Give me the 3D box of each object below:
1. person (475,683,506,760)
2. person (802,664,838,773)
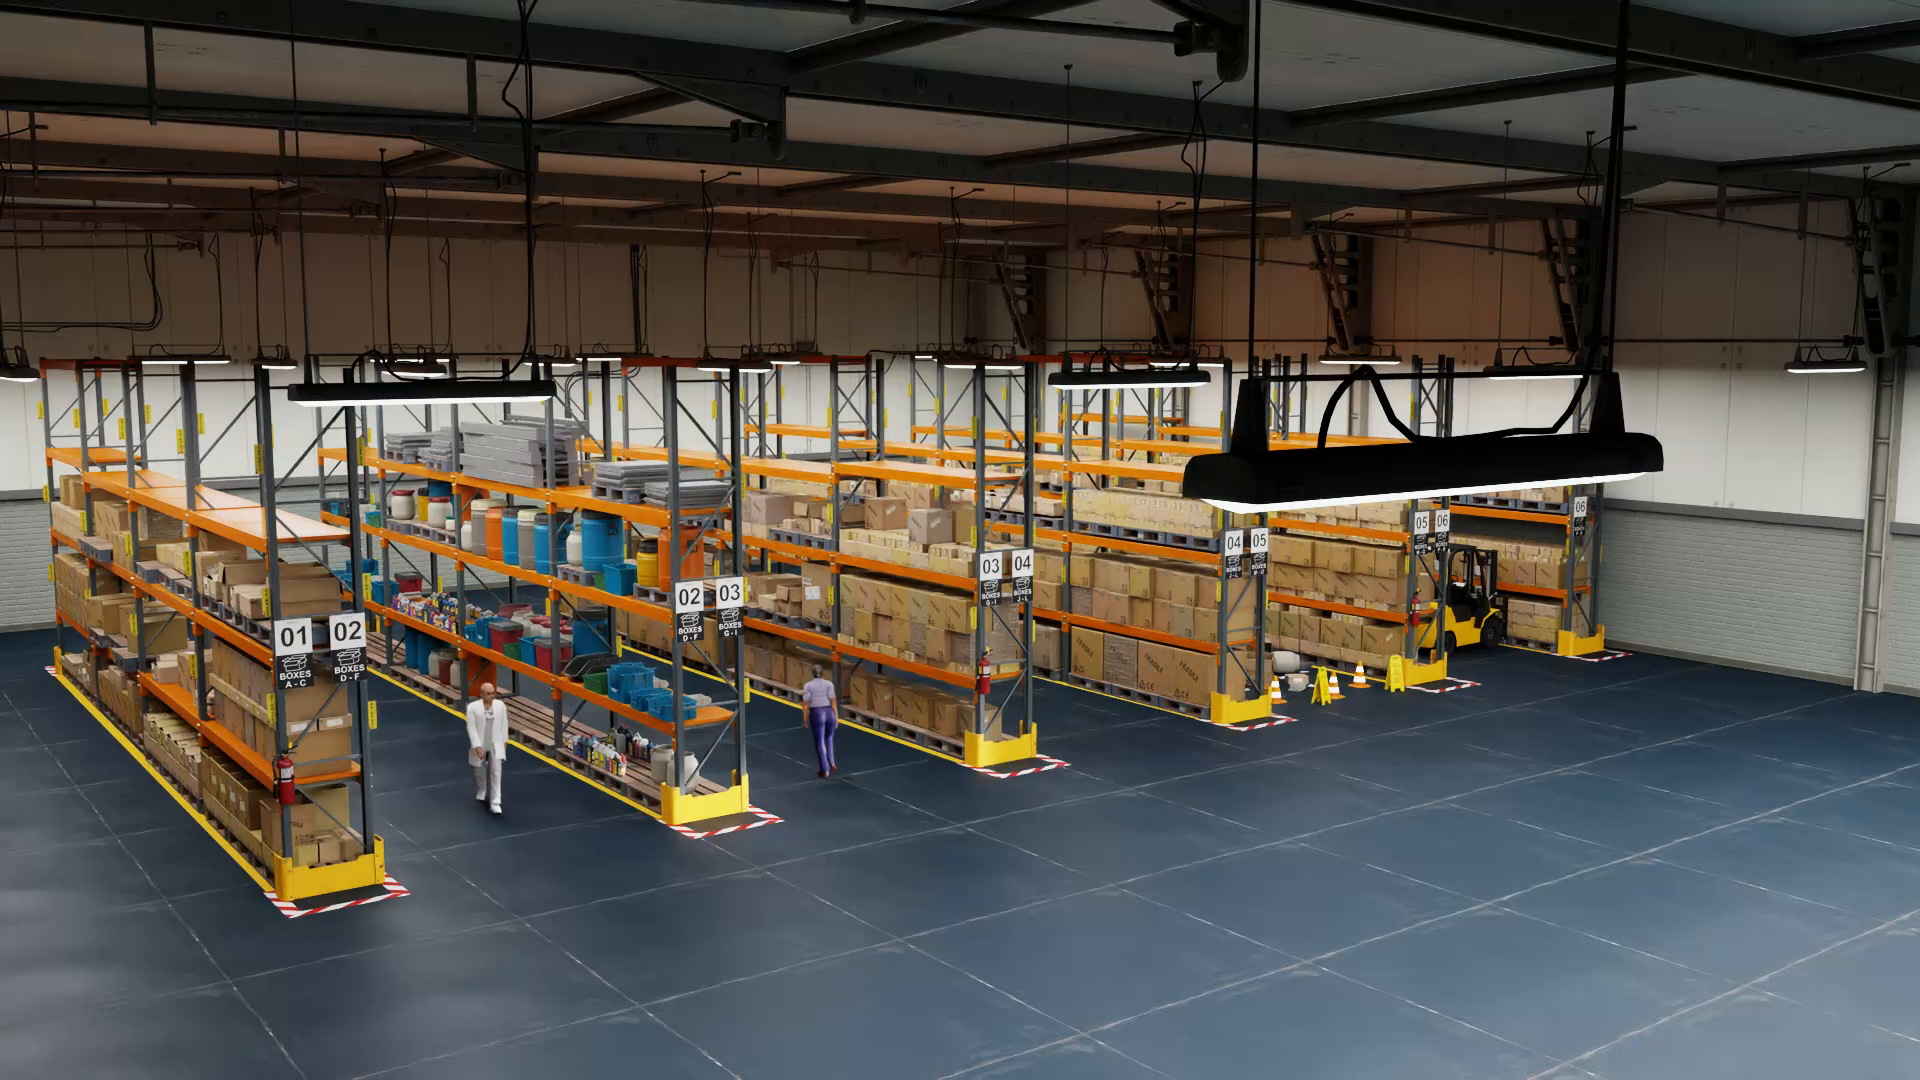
[{"bbox_3d":[-6.388,2.452,22.486,0.534,1.049,0.486,-3,7,-21],"label":"person"},{"bbox_3d":[-2.055,2.546,24.253,0.484,1.510,0.410,-3,8,-25],"label":"person"}]
